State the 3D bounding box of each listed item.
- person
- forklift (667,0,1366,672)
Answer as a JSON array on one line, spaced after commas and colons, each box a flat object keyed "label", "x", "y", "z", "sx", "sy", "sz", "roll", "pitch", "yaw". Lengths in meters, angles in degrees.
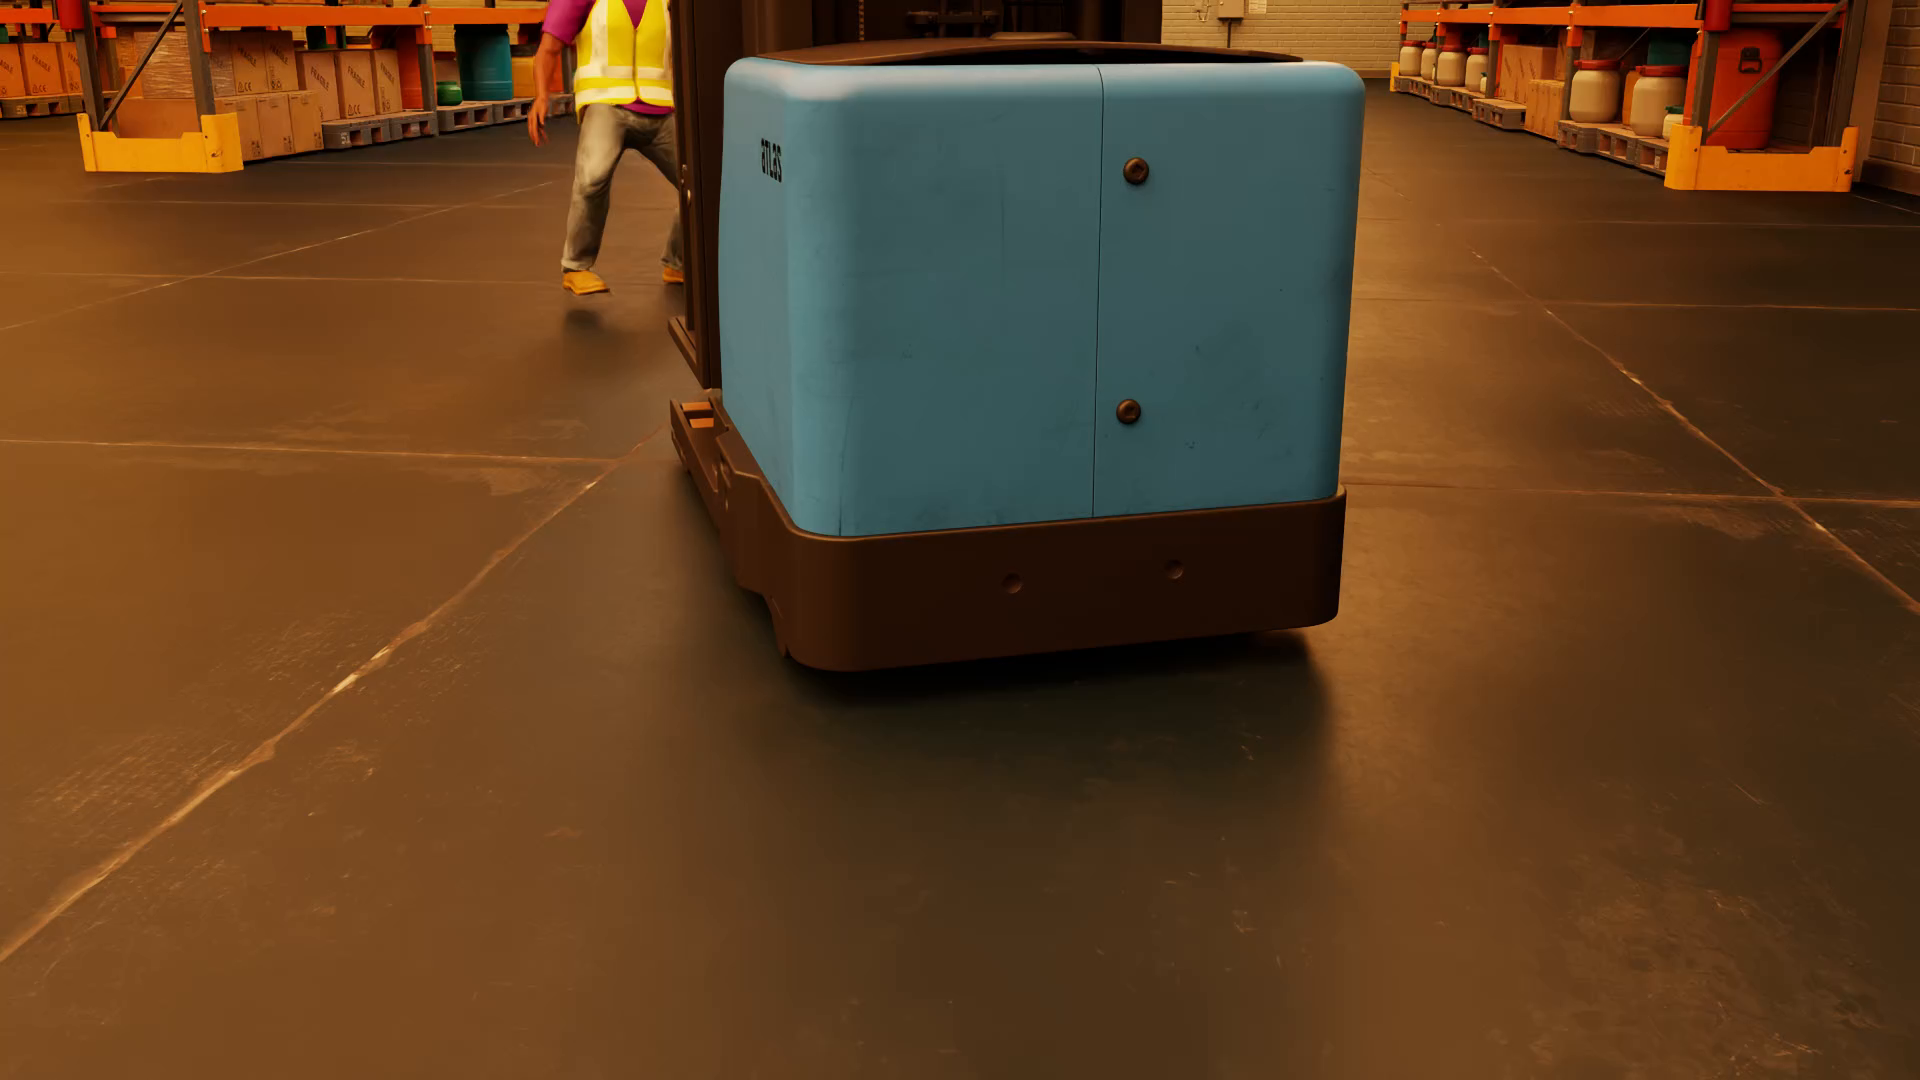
[{"label": "person", "x": -1.318, "y": -1.818, "z": 6.945, "sx": 1.021, "sy": 1.631, "sz": 0.699, "roll": -10, "pitch": 20, "yaw": -29}, {"label": "forklift", "x": -0.159, "y": -1.575, "z": 3.946, "sx": 1.130, "sy": 2.935, "sz": 3.031, "roll": -5, "pitch": 18, "yaw": -14}]
